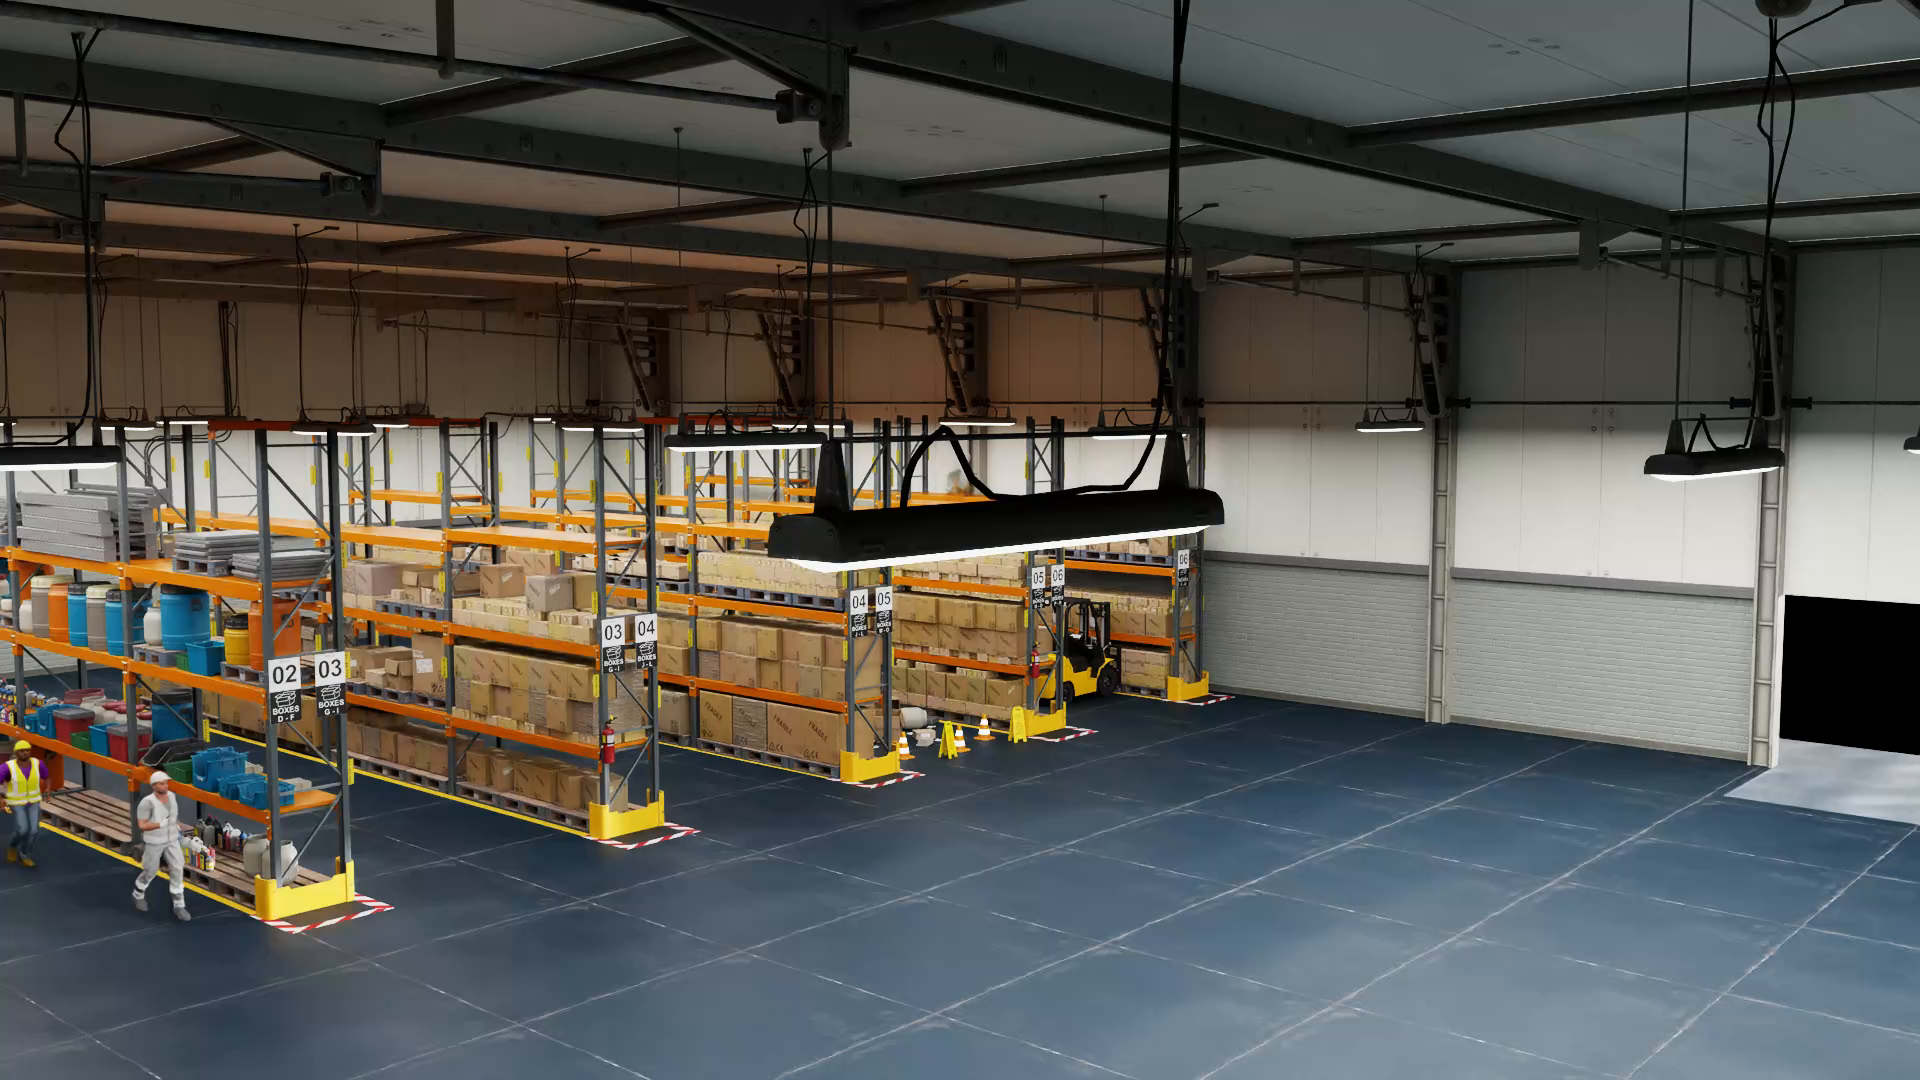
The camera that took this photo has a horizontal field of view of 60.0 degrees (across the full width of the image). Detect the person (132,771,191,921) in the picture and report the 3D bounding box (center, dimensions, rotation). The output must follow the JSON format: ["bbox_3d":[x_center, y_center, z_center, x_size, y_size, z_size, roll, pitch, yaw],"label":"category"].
[{"bbox_3d":[-9.797,3.712,20.358,0.964,1.800,0.659,3,5,30],"label":"person"}]

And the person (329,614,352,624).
[{"bbox_3d":[-14.498,2.251,38.892,0.702,1.773,0.715,2,5,20],"label":"person"}]

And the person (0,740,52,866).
[{"bbox_3d":[-12.722,3.585,22.654,0.549,1.729,0.712,4,6,40],"label":"person"}]
